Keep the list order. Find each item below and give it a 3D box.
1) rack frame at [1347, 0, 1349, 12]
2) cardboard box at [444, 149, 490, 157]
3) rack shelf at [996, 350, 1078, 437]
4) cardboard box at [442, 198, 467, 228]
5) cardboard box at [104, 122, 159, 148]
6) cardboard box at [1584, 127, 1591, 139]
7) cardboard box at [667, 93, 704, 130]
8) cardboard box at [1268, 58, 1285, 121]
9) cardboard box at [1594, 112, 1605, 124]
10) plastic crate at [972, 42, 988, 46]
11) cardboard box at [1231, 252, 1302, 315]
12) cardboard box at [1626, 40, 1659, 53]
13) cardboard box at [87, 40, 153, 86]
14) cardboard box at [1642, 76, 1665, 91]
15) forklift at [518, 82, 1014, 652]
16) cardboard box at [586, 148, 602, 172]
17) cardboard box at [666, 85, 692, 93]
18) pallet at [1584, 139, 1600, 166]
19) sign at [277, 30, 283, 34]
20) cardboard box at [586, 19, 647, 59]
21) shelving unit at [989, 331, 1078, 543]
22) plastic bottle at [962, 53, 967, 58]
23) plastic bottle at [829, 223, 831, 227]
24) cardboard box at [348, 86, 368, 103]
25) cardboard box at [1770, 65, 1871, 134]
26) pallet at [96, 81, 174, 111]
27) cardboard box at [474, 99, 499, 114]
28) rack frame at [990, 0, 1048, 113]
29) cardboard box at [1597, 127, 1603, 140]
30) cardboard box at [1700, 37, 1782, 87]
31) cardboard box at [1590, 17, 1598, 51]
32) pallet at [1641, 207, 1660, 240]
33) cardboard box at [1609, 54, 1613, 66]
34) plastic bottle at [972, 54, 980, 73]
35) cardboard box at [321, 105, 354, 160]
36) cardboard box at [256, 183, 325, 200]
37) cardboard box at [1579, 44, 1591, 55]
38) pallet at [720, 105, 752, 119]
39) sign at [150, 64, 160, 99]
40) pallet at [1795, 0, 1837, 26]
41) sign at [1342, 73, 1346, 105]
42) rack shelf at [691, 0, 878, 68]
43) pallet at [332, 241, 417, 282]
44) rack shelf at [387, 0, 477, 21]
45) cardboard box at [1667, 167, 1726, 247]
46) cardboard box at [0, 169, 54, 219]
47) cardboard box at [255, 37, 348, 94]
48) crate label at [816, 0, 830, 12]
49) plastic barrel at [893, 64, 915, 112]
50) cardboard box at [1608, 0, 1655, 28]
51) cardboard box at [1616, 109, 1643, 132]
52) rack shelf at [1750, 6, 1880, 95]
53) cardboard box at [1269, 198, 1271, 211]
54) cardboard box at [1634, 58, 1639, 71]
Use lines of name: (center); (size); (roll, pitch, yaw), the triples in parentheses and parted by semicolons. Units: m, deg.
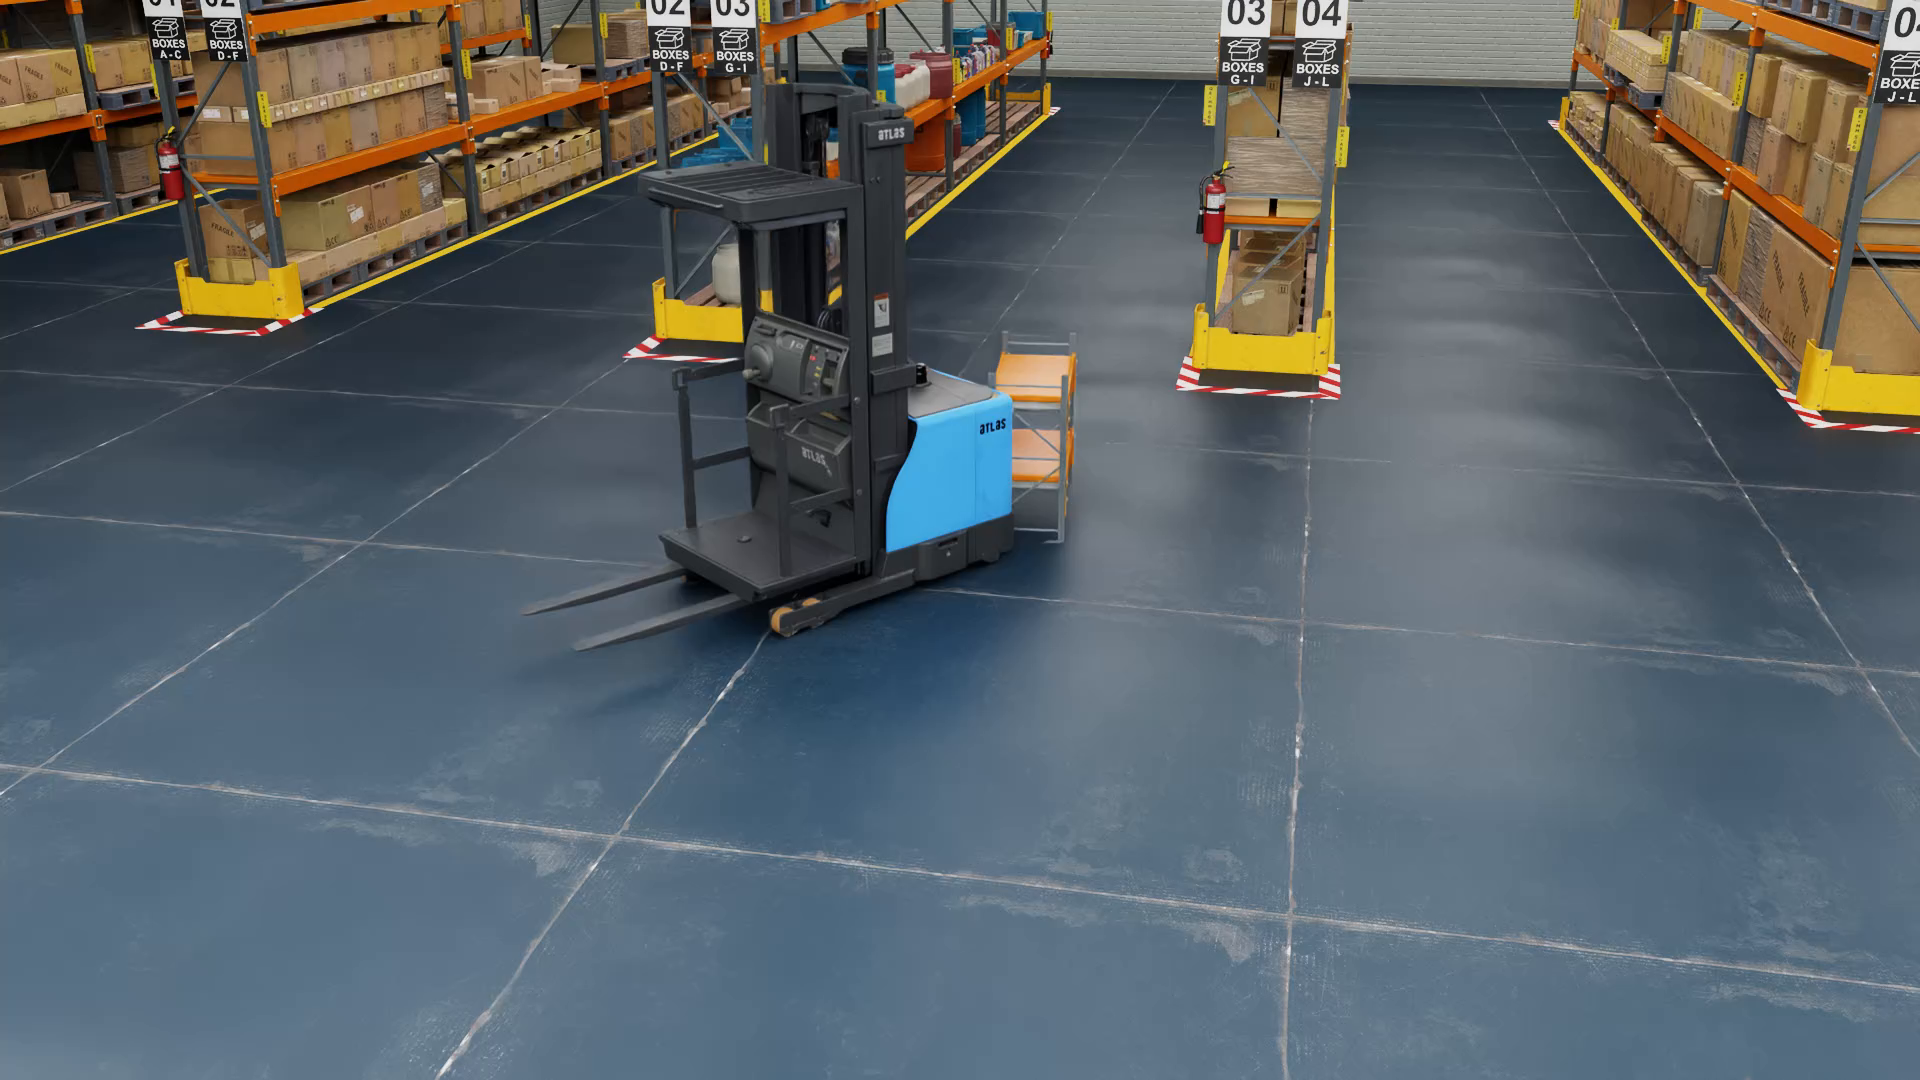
rack frame: (2.625, -5.674, 12.897); (1.000, 3.000, 0.127); (4, 22, 11)
cardboard box: (-6.250, -4.834, 21.208); (0.500, 0.311, 0.500); (4, 22, 11)
rack shelf: (0.485, -0.979, 10.995); (0.538, 0.278, 1.000); (2, 22, 6)
cardboard box: (-6.137, -3.844, 19.502); (0.500, 0.250, 0.500); (4, 22, 11)
cardboard box: (-10.886, -5.311, 21.780); (0.500, 0.250, 0.500); (4, 22, 10)
cardboard box: (9.866, -6.286, 25.699); (0.380, 0.149, 0.250); (4, 22, 11)
cardboard box: (-4.444, -6.879, 26.676); (0.500, 0.500, 0.500); (4, 22, 11)
cardboard box: (2.696, -4.126, 15.212); (0.500, 0.500, 0.500); (4, 22, 11)
cardboard box: (9.783, -6.352, 25.067); (0.380, 0.149, 0.250); (4, 22, 10)
plastic crate: (0.190, -7.988, 26.960); (0.437, 0.125, 0.590); (4, 22, 11)
cardboard box: (2.857, -2.375, 15.520); (0.500, 0.500, 0.500); (11, 24, 25)
cardboard box: (9.063, -6.539, 22.051); (0.380, 0.149, 0.250); (5, 23, 13)
cardboard box: (-10.848, -6.125, 21.324); (0.700, 0.500, 0.500); (7, 23, 16)
cardboard box: (8.743, -5.696, 20.756); (0.380, 0.149, 0.250); (5, 22, 12)
forklift: (-1.105, -1.030, 9.487); (3.031, 2.935, 1.130); (-18, 28, -37)
cardboard box: (-5.309, -5.282, 23.073); (0.500, 0.250, 0.500); (5, 22, 12)
cardboard box: (-4.785, -7.311, 27.750); (0.500, 0.500, 0.500); (4, 22, 11)
pallet: (10.011, -5.820, 25.022); (1.003, 0.211, 1.213); (4, 22, 11)
sign: (-9.757, -7.413, 23.800); (0.100, 0.325, 0.005); (4, 22, 11)
cardboard box: (-5.048, -7.374, 24.452); (0.700, 0.500, 0.500); (9, 24, 21)
shelving unit: (0.485, -0.707, 11.104); (0.538, 1.125, 1.048); (2, 22, 6)
plastic bottle: (0.083, -6.980, 24.342); (0.097, 0.271, 0.097); (0, 22, 0)
plastic bottle: (-1.446, -3.347, 18.206); (0.152, 0.276, 0.135); (4, 22, 11)
cardboard box: (-6.467, -4.685, 17.468); (0.380, 0.149, 0.250); (5, 22, 11)
cardboard box: (7.924, -3.981, 15.076); (0.875, 0.550, 0.550); (4, 22, 11)
pallet: (-10.808, -5.667, 21.166); (1.003, 0.211, 1.213); (4, 22, 11)
cardboard box: (-5.875, -5.303, 20.342); (0.380, 0.149, 0.250); (4, 22, 11)
rack frame: (1.041, -9.121, 29.485); (1.000, 3.000, 0.127); (4, 22, 11)
cardboard box: (9.661, -6.015, 24.629); (0.380, 0.149, 0.250); (5, 22, 12)
cardboard box: (8.786, -5.376, 18.715); (0.700, 0.500, 0.500); (4, 22, 10)
cardboard box: (10.068, -7.807, 25.690); (0.500, 0.500, 0.500); (4, 22, 10)
pallet: (8.858, -3.826, 20.072); (1.003, 0.211, 1.213); (4, 22, 11)
cardboard box: (9.327, -6.733, 23.330); (0.380, 0.149, 0.250); (5, 22, 12)
plastic bottle: (0.208, -6.979, 24.334); (0.152, 0.276, 0.135); (4, 22, 11)
cardboard box: (-6.755, -4.238, 17.227); (0.700, 0.500, 0.500); (5, 22, 11)
cardboard box: (-7.065, -3.501, 17.646); (0.500, 0.500, 0.500); (4, 22, 11)
cardboard box: (10.219, -7.928, 26.859); (0.380, 0.149, 0.250); (4, 22, 9)
pallet: (-4.236, -7.442, 29.049); (1.003, 0.211, 1.213); (4, 22, 11)
sign: (-7.601, -4.342, 15.751); (0.100, 0.325, 0.005); (4, 22, 11)
pallet: (7.848, -4.546, 14.231); (1.003, 0.211, 1.213); (4, 22, 11)
sign: (3.974, -4.718, 17.393); (0.100, 0.325, 0.005); (4, 22, 11)
rack shelf: (-1.816, -5.058, 16.346); (1.077, 0.370, 4.000); (4, 22, 11)
pallet: (-6.706, -3.082, 18.224); (1.003, 0.211, 1.213); (4, 22, 11)
rack shelf: (-5.848, -6.900, 20.919); (1.077, 0.370, 4.000); (4, 22, 11)
cardboard box: (8.515, -3.677, 18.418); (1.050, 0.750, 0.750); (4, 22, 11)
cardboard box: (-11.279, -4.149, 19.898); (0.500, 0.500, 0.500); (3, 22, 7)
cardboard box: (-6.750, -4.863, 17.042); (0.700, 0.500, 0.500); (5, 22, 11)
crate label: (-1.519, -5.251, 16.060); (0.502, 0.251, 0.408); (4, 22, 11)
plastic barrel: (-0.760, -5.555, 20.449); (0.433, 0.535, 0.433); (0, 22, 0)
cardboard box: (9.740, -7.706, 24.102); (0.500, 0.500, 0.500); (4, 22, 9)
cardboard box: (9.393, -5.803, 23.028); (0.500, 0.250, 0.500); (5, 22, 12)
rack shelf: (7.868, -4.266, 14.378); (1.077, 0.370, 4.000); (4, 22, 11)
cardboard box: (2.532, -2.986, 14.590); (0.380, 0.149, 0.250); (4, 22, 11)
cardboard box: (8.903, -6.120, 21.409); (0.380, 0.149, 0.250); (5, 22, 11)
